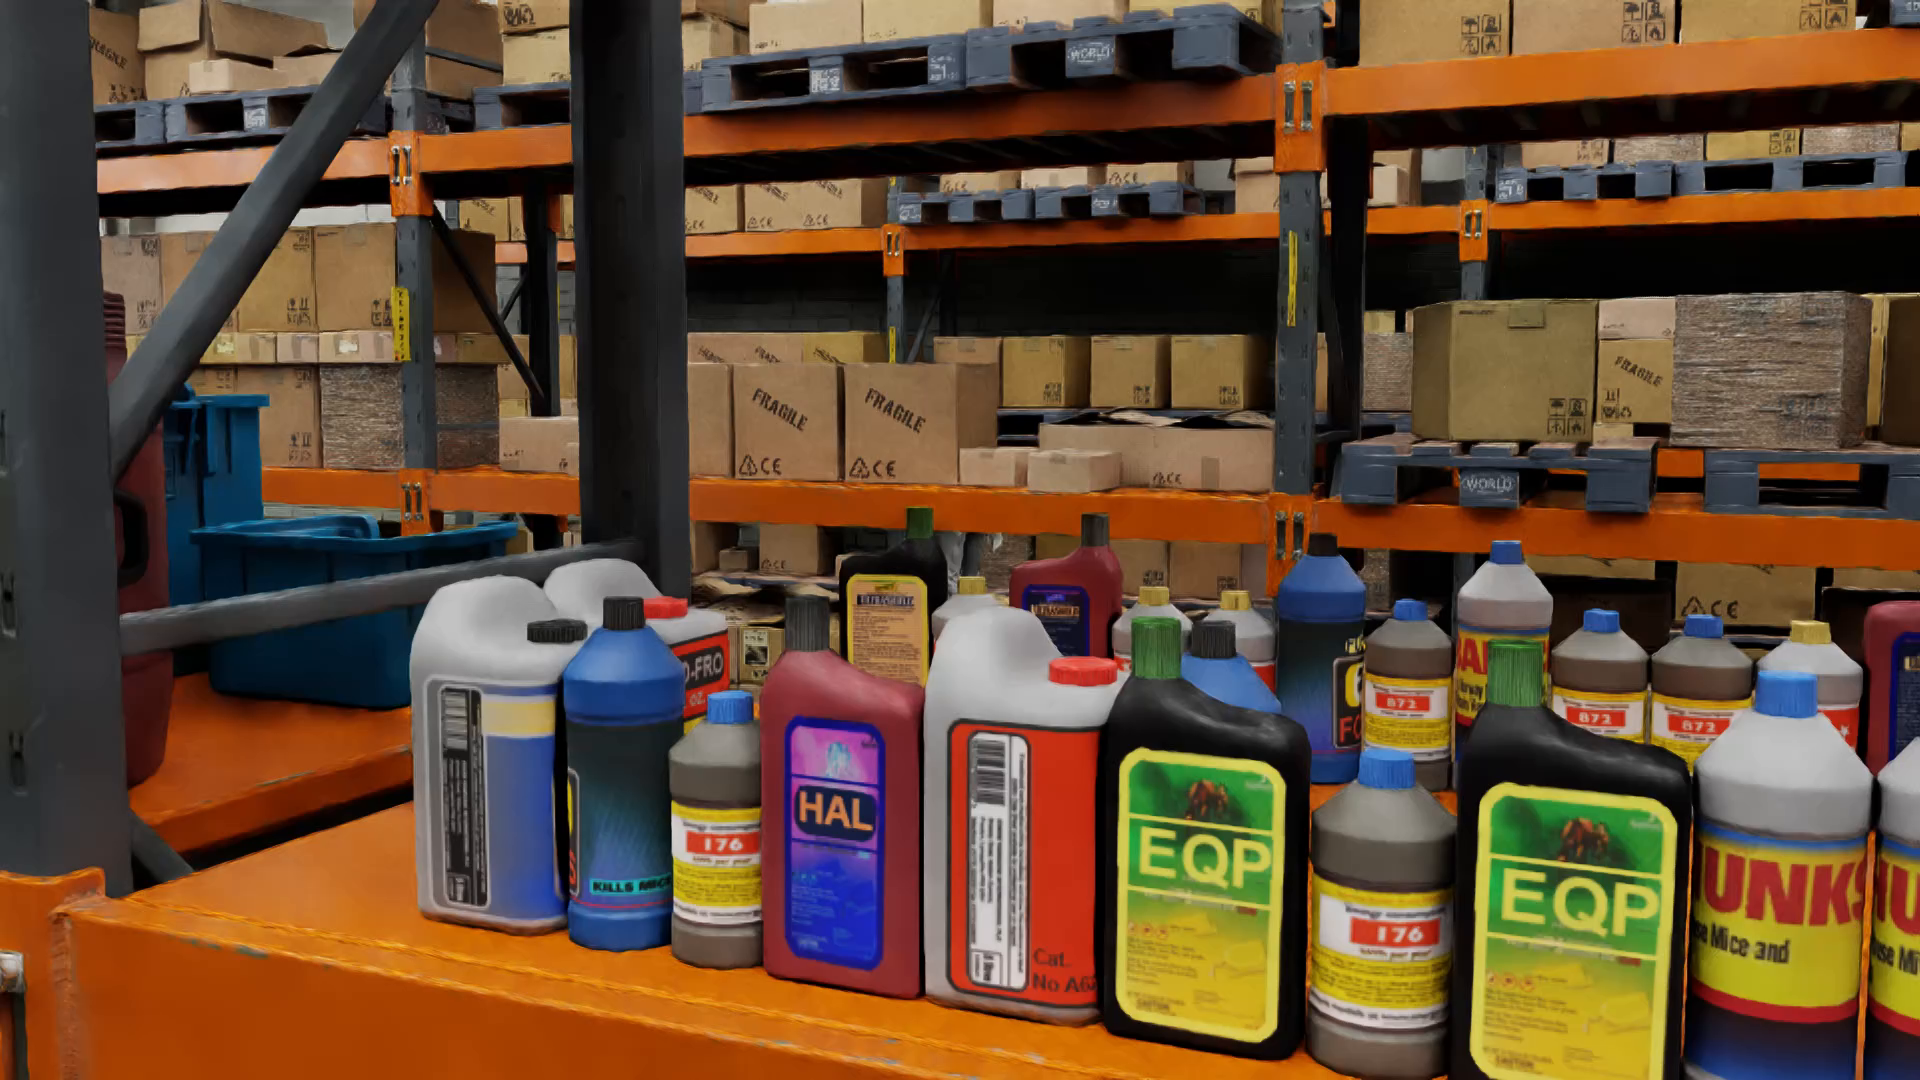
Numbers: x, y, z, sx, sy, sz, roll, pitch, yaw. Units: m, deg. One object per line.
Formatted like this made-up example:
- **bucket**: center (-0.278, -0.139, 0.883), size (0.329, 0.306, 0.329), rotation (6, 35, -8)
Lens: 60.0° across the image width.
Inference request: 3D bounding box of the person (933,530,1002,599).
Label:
- **person**: center (-0.006, -0.087, 10.057), size (0.556, 1.669, 0.581), rotation (-4, 7, -33)
